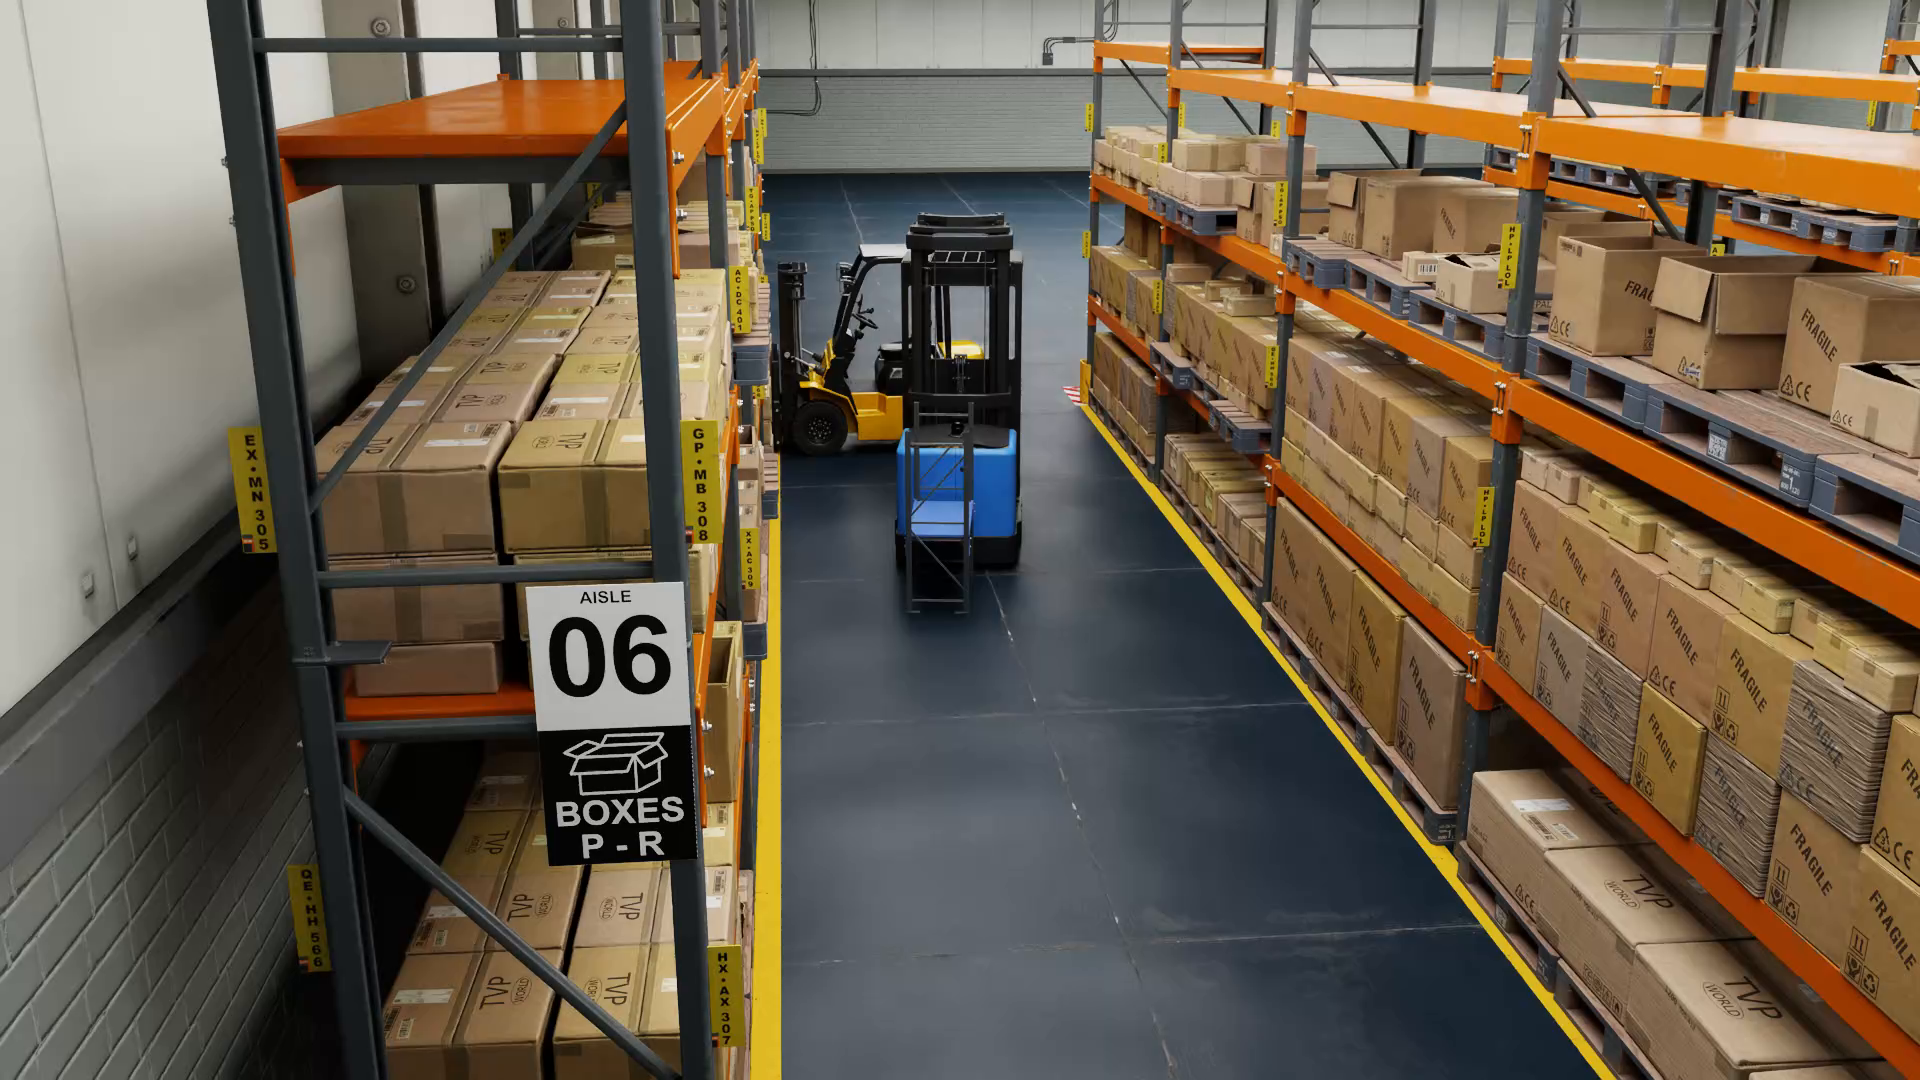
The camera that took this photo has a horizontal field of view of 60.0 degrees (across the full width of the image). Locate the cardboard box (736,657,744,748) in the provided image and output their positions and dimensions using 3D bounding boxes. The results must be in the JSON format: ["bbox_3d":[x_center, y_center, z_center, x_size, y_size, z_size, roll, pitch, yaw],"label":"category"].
[{"bbox_3d":[-1.253,0.750,7.608,0.500,0.250,0.500,-2,18,-5],"label":"cardboard box"}]

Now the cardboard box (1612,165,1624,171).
[{"bbox_3d":[7.029,-3.927,17.294,0.380,0.149,0.250,-1,17,-5],"label":"cardboard box"}]

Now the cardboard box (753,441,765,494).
[{"bbox_3d":[-1.596,-0.489,11.350,0.500,0.250,0.500,-3,18,-8],"label":"cardboard box"}]

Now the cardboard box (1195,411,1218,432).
[{"bbox_3d":[2.705,-1.441,17.471,0.500,0.500,0.500,-1,17,-3],"label":"cardboard box"}]

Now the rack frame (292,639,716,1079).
[{"bbox_3d":[-1.202,1.719,4.768,1.000,3.000,0.127,-2,18,-6],"label":"rack frame"}]

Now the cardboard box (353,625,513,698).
[{"bbox_3d":[-1.465,0.319,4.637,0.380,0.149,0.250,-1,17,-4],"label":"cardboard box"}]

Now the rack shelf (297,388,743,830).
[{"bbox_3d":[-1.408,0.035,6.324,1.077,0.370,4.000,-2,18,-6],"label":"rack shelf"}]

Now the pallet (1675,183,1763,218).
[{"bbox_3d":[7.554,-3.262,15.945,0.805,0.209,1.217,-2,18,-8],"label":"pallet"}]

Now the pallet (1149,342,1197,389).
[{"bbox_3d":[2.431,-1.687,15.937,1.003,0.211,1.213,-2,18,-6],"label":"pallet"}]

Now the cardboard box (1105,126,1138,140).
[{"bbox_3d":[1.919,-4.782,19.555,0.380,0.149,0.250,-2,18,-6],"label":"cardboard box"}]

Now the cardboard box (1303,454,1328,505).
[{"bbox_3d":[2.781,-0.442,11.899,0.500,0.250,0.500,-2,18,-7],"label":"cardboard box"}]

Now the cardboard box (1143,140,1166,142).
[{"bbox_3d":[2.125,-4.100,17.383,0.380,0.149,0.250,-2,18,-7],"label":"cardboard box"}]

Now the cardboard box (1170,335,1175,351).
[{"bbox_3d":[2.240,-1.917,16.067,0.380,0.149,0.250,-2,17,-5],"label":"cardboard box"}]

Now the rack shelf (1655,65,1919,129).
[{"bbox_3d":[7.617,-3.926,14.602,1.077,0.370,4.000,-2,18,-6],"label":"rack shelf"}]

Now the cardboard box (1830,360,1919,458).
[{"bbox_3d":[3.630,-0.520,6.171,0.500,0.311,0.500,-1,17,-5],"label":"cardboard box"}]

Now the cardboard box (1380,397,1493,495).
[{"bbox_3d":[2.933,-0.583,10.263,0.500,0.500,0.500,-1,17,-4],"label":"cardboard box"}]

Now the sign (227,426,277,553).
[{"bbox_3d":[-1.756,-0.124,4.150,0.100,0.325,0.005,-2,18,-6],"label":"sign"}]

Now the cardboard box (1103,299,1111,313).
[{"bbox_3d":[1.881,-2.742,19.395,0.380,0.149,0.250,-2,17,-5],"label":"cardboard box"}]

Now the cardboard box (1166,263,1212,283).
[{"bbox_3d":[2.194,-2.559,15.947,0.380,0.149,0.250,-2,18,-6],"label":"cardboard box"}]

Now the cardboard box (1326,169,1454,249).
[{"bbox_3d":[3.099,-2.392,11.981,0.797,0.503,0.637,-3,18,-9],"label":"cardboard box"}]

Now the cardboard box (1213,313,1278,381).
[{"bbox_3d":[2.469,-1.640,14.102,0.500,0.500,0.500,-3,18,-9],"label":"cardboard box"}]

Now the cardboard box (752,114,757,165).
[{"bbox_3d":[-2.558,-4.343,18.032,0.700,0.500,0.500,-2,18,-5],"label":"cardboard box"}]

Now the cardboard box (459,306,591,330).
[{"bbox_3d":[-1.725,-0.752,6.548,0.500,0.250,0.500,-2,18,-6],"label":"cardboard box"}]

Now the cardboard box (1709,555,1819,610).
[{"bbox_3d":[3.304,0.172,6.775,0.380,0.149,0.250,-1,17,-4],"label":"cardboard box"}]

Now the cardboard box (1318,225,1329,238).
[{"bbox_3d":[3.020,-2.361,12.980,0.396,0.266,0.258,-2,18,-6],"label":"cardboard box"}]

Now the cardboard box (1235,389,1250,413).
[{"bbox_3d":[2.472,-1.141,13.596,0.380,0.149,0.250,-2,18,-6],"label":"cardboard box"}]

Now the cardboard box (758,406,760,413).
[{"bbox_3d":[-1.988,-1.191,14.286,0.500,0.250,0.500,-1,17,-4],"label":"cardboard box"}]

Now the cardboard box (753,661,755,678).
[{"bbox_3d":[-1.672,0.752,11.319,0.500,0.500,0.500,-1,17,-3],"label":"cardboard box"}]

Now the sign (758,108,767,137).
[{"bbox_3d":[-2.311,-4.877,19.422,0.100,0.325,0.005,-2,18,-6],"label":"sign"}]

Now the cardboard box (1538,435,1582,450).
[{"bbox_3d":[3.563,-0.292,9.337,0.500,0.500,0.500,-2,17,-5],"label":"cardboard box"}]

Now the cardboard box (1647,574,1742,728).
[{"bbox_3d":[3.268,0.451,6.969,0.500,0.500,0.500,-2,18,-6],"label":"cardboard box"}]

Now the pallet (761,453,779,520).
[{"bbox_3d":[-1.887,-0.373,11.752,1.213,0.211,1.003,-2,18,-6],"label":"pallet"}]

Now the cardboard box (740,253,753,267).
[{"bbox_3d":[-1.291,-1.431,8.847,0.380,0.149,0.250,-2,18,-7],"label":"cardboard box"}]

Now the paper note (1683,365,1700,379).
[{"bbox_3d":[2.939,-0.677,6.683,0.006,0.032,0.123,-2,18,-6],"label":"paper note"}]

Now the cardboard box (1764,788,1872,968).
[{"bbox_3d":[3.385,1.231,6.154,0.500,0.500,0.500,-2,18,-7],"label":"cardboard box"}]

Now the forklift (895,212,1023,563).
[{"bbox_3d":[0.027,-1.585,15.405,1.130,2.935,3.031,1,17,2],"label":"forklift"}]

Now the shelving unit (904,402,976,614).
[{"bbox_3d":[-0.157,-0.282,13.645,0.538,1.500,1.048,1,17,2],"label":"shelving unit"}]

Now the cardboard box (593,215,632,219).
[{"bbox_3d":[-2.165,-2.010,10.725,0.380,0.149,0.250,-1,17,-4],"label":"cardboard box"}]

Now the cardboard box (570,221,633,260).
[{"bbox_3d":[-1.774,-1.539,8.499,0.396,0.266,0.258,-2,18,-6],"label":"cardboard box"}]

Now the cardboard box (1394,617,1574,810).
[{"bbox_3d":[3.179,1.004,9.891,0.875,0.875,0.875,-1,17,-4],"label":"cardboard box"}]

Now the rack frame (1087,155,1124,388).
[{"bbox_3d":[2.085,-3.203,20.444,1.000,3.000,0.127,-2,18,-6],"label":"rack frame"}]

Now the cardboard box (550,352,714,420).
[{"bbox_3d":[-1.097,-0.463,5.627,0.500,0.250,0.500,-2,18,-6],"label":"cardboard box"}]

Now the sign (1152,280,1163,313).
[{"bbox_3d":[1.958,-2.405,16.457,0.100,0.325,0.005,-2,18,-6],"label":"sign"}]

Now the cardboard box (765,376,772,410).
[{"bbox_3d":[-2.220,-1.529,17.331,0.500,0.250,0.500,-2,18,-6],"label":"cardboard box"}]

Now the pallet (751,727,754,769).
[{"bbox_3d":[-1.865,1.252,10.910,1.003,0.211,1.213,-2,18,-6],"label":"pallet"}]

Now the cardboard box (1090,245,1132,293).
[{"bbox_3d":[1.858,-3.243,19.907,0.500,0.500,0.500,-2,18,-6],"label":"cardboard box"}]

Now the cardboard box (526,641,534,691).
[{"bbox_3d":[-1.003,0.305,4.681,0.380,0.149,0.250,-1,17,-4],"label":"cardboard box"}]

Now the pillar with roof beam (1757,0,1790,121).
[{"bbox_3d":[20.279,-15.453,49.450,9.100,9.000,0.400,-2,18,-6],"label":"pillar with roof beam"}]

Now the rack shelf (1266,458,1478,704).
[{"bbox_3d":[3.116,0.120,11.061,1.077,0.370,4.000,-2,18,-6],"label":"rack shelf"}]

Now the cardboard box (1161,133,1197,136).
[{"bbox_3d":[2.440,-4.420,18.402,0.380,0.149,0.250,-2,18,-7],"label":"cardboard box"}]

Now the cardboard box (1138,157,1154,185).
[{"bbox_3d":[2.131,-3.786,17.048,0.500,0.250,0.500,-2,18,-7],"label":"cardboard box"}]

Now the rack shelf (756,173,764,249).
[{"bbox_3d":[-2.646,-3.540,17.712,1.077,0.370,4.000,-2,18,-6],"label":"rack shelf"}]

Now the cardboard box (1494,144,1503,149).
[{"bbox_3d":[6.714,-4.833,20.180,0.380,0.149,0.250,-2,18,-5],"label":"cardboard box"}]

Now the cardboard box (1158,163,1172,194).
[{"bbox_3d":[2.159,-3.384,15.564,0.500,0.250,0.500,-2,18,-7],"label":"cardboard box"}]

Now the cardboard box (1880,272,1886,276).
[{"bbox_3d":[11.971,-3.534,20.835,0.875,0.500,0.500,-2,18,-6],"label":"cardboard box"}]

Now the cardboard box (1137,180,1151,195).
[{"bbox_3d":[2.069,-3.714,17.483,0.380,0.149,0.250,-1,17,-4],"label":"cardboard box"}]

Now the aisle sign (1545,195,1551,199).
[{"bbox_3d":[7.289,-4.656,20.734,0.394,0.787,0.004,-2,18,-6],"label":"aisle sign"}]
